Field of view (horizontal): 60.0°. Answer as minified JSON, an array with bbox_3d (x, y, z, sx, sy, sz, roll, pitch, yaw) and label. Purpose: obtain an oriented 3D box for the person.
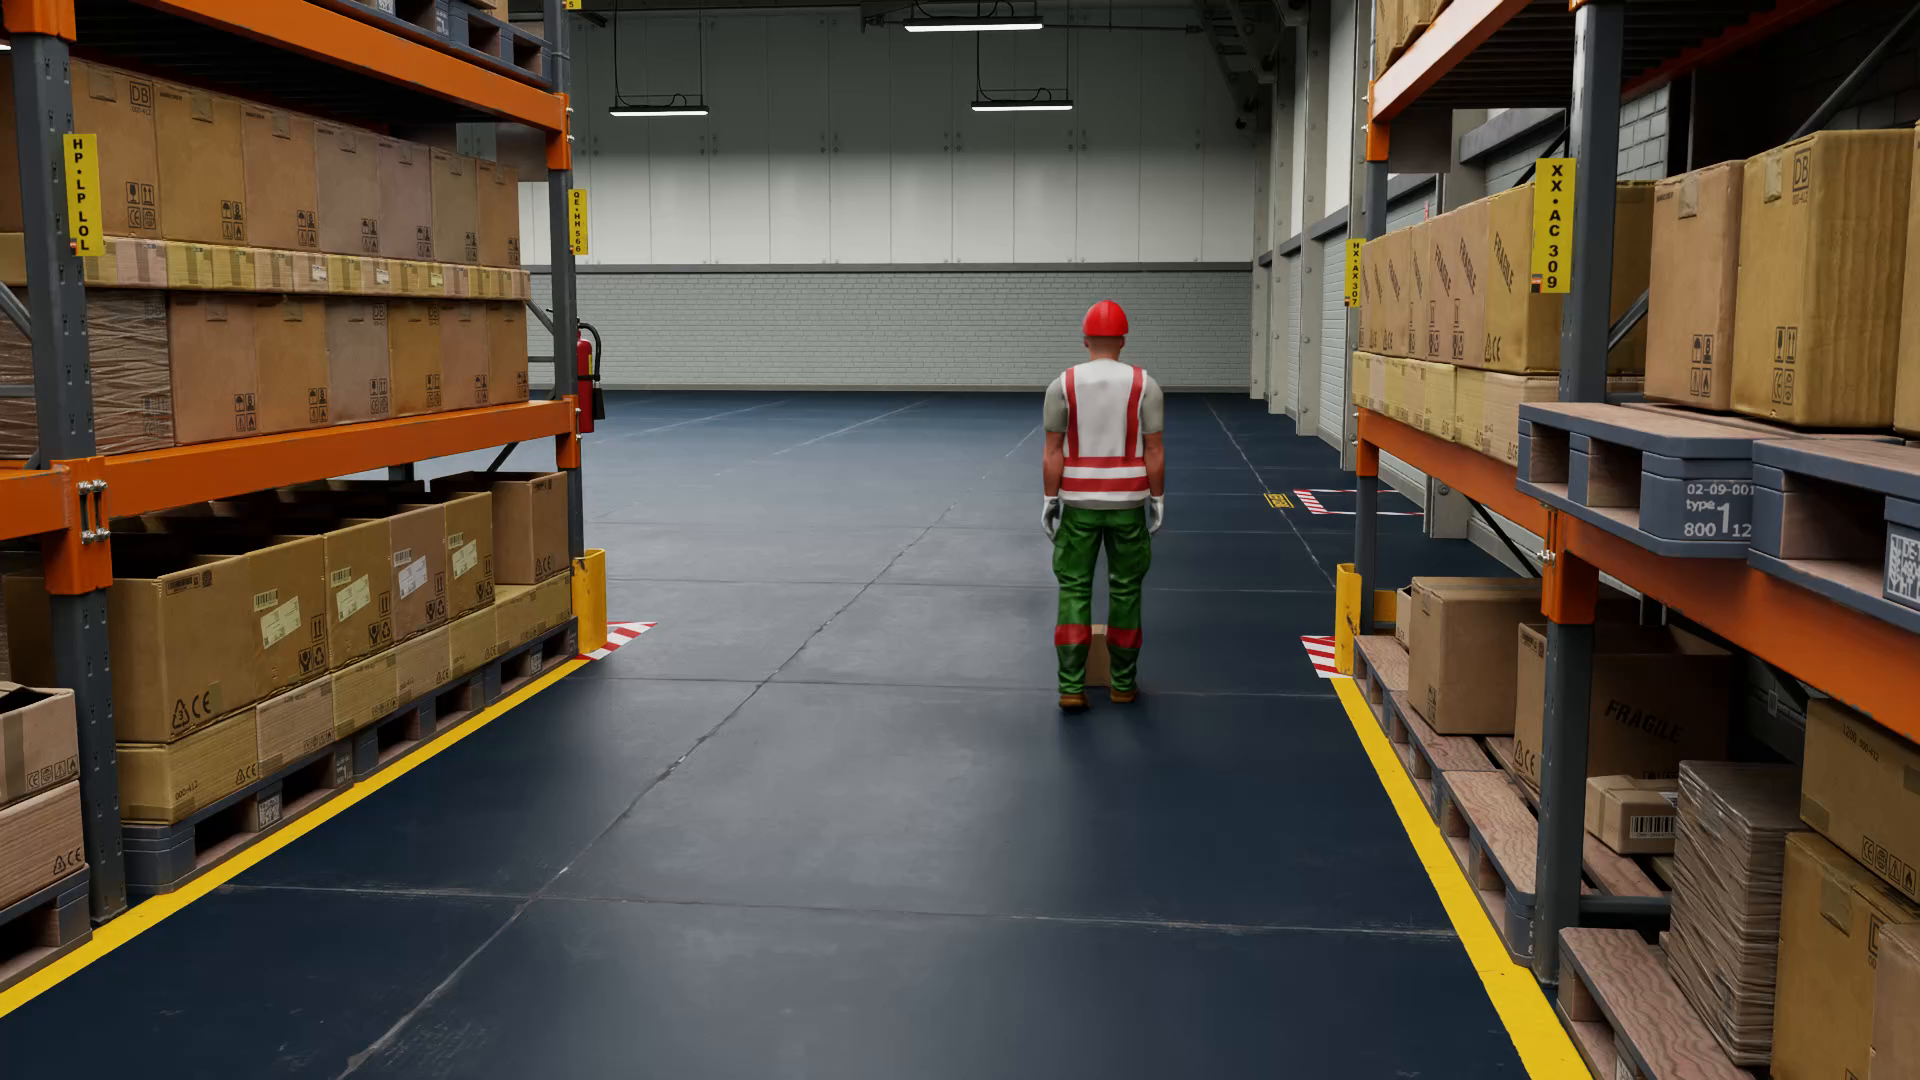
[{"bbox_3d":[0.632,-0.148,7.365,0.538,1.814,0.538,1,8,6],"label":"person"}]
